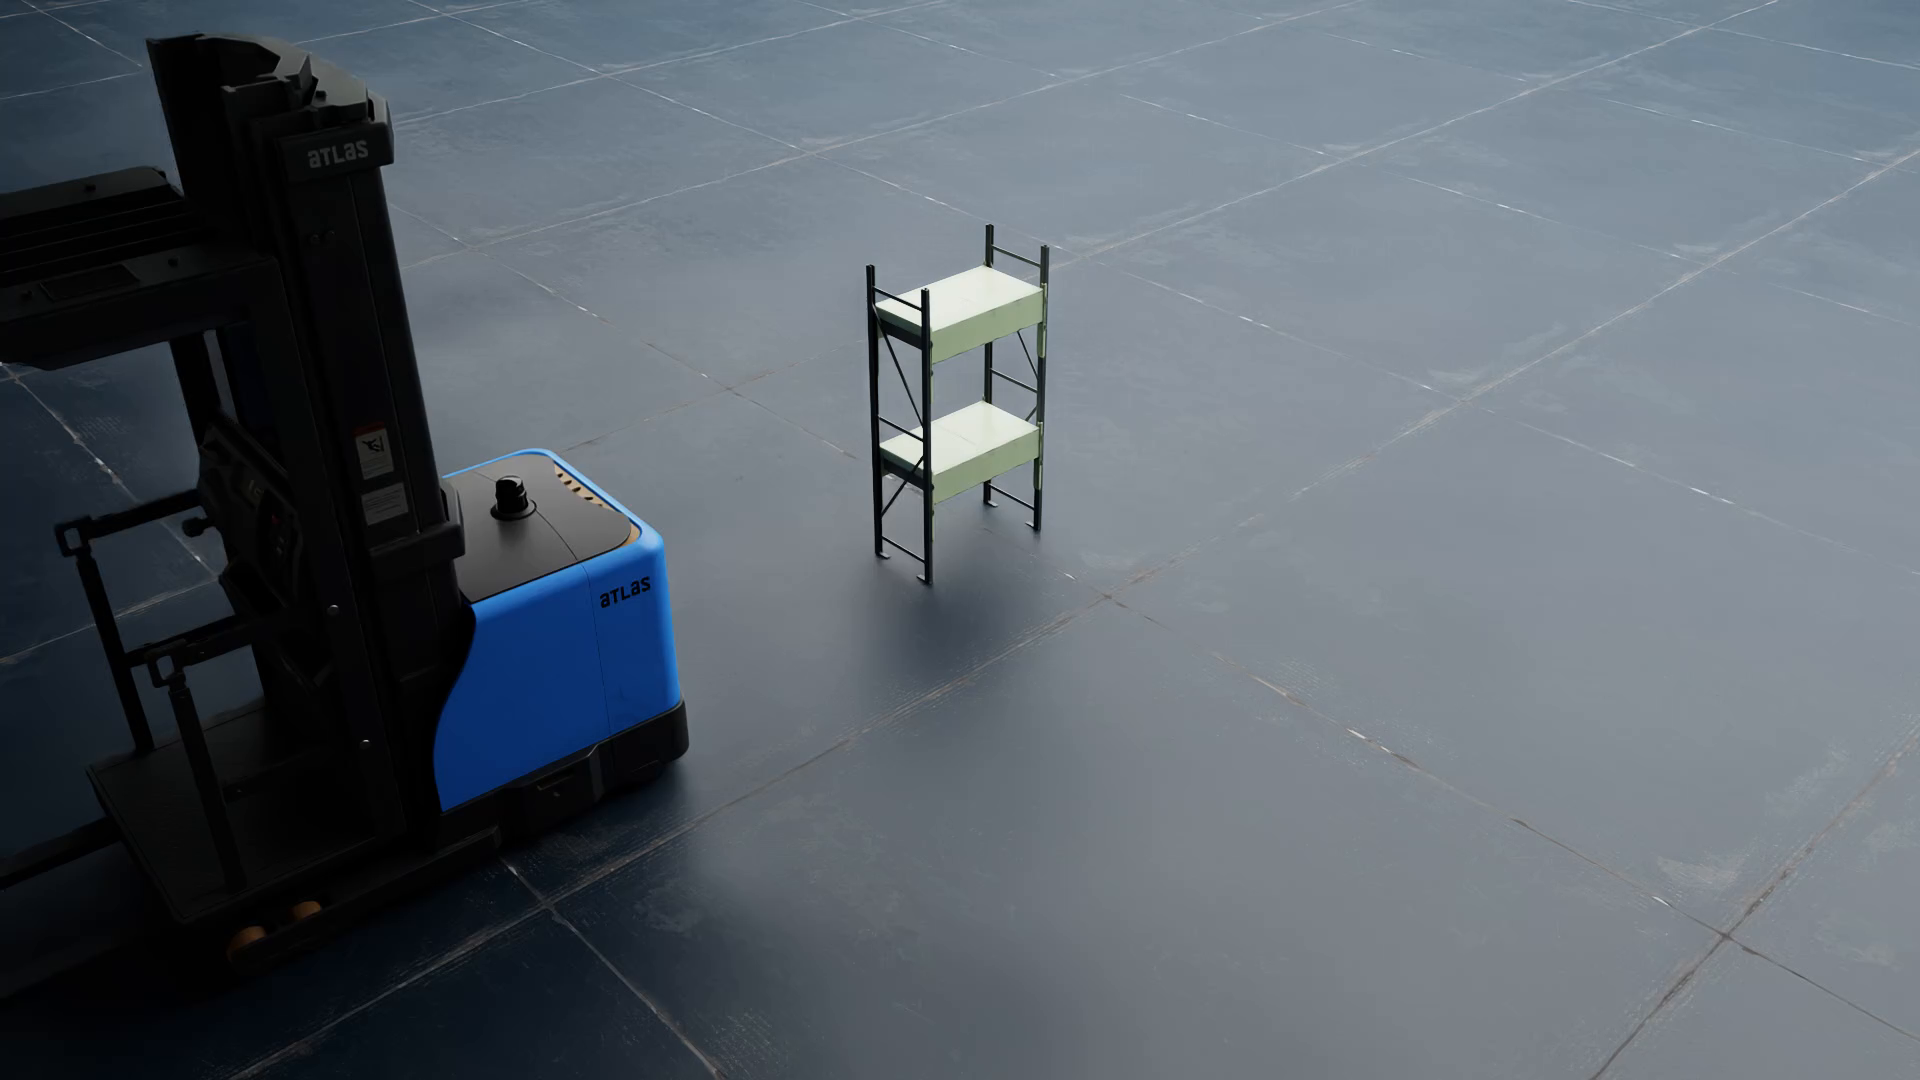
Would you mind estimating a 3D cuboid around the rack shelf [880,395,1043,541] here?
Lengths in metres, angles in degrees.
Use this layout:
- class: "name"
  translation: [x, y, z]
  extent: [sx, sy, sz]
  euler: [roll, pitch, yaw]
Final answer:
- class: "rack shelf"
  translation: [-0.005, -0.359, 8.025]
  extent: [0.720, 0.370, 0.431]
  euler: [-26, 40, -35]

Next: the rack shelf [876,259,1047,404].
- class: "rack shelf"
  translation: [-0.005, -0.970, 7.651]
  extent: [0.720, 0.370, 0.431]
  euler: [-26, 40, -35]

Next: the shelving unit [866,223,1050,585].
- class: "shelving unit"
  translation: [-0.005, -0.637, 7.855]
  extent: [0.755, 1.500, 0.431]
  euler: [-26, 40, -35]

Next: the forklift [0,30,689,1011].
- class: "forklift"
  translation: [-2.555, -0.050, 5.522]
  extent: [3.031, 2.935, 1.130]
  euler: [-23, 39, -33]

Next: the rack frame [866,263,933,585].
- class: "rack frame"
  translation: [-0.273, -0.508, 7.643]
  extent: [0.023, 1.500, 0.400]
  euler: [-26, 40, -35]

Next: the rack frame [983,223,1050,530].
- class: "rack frame"
  translation: [0.264, -0.767, 8.067]
  extent: [0.023, 1.500, 0.400]
  euler: [-26, 40, -35]
